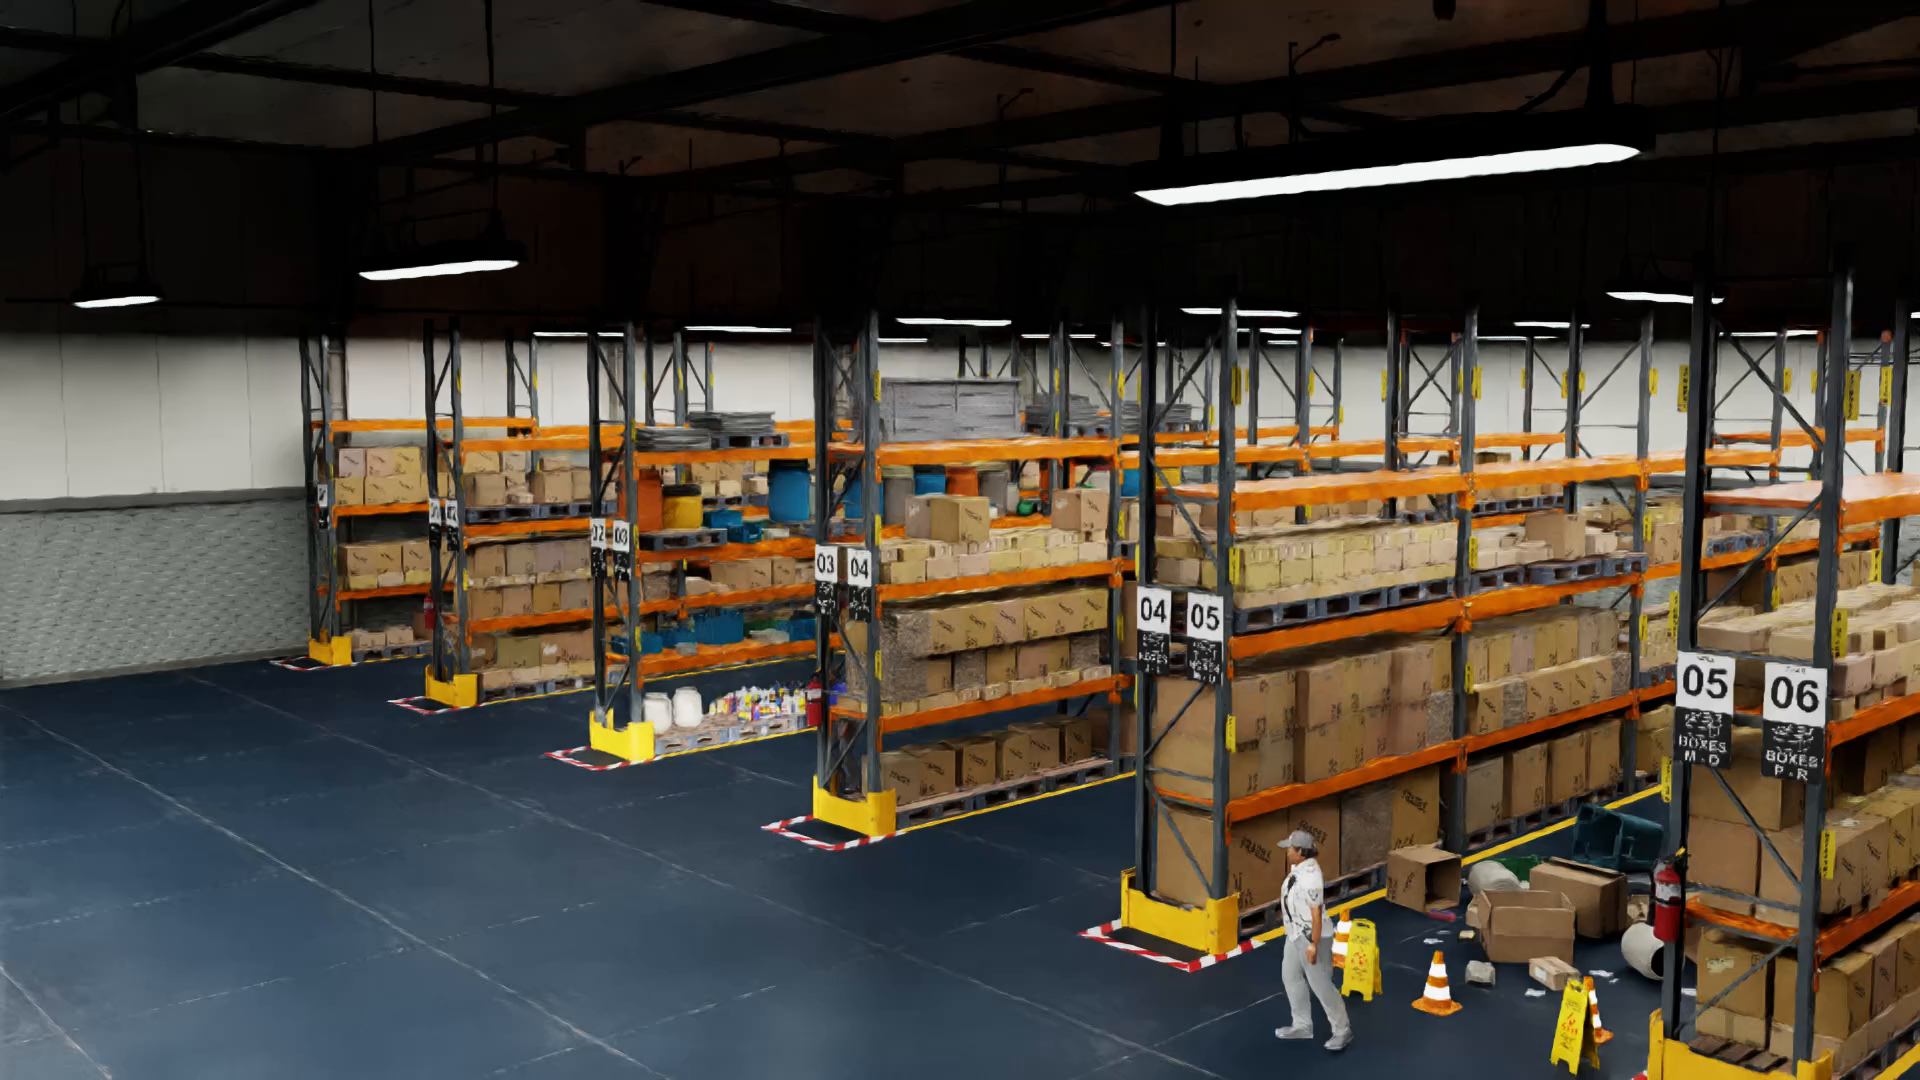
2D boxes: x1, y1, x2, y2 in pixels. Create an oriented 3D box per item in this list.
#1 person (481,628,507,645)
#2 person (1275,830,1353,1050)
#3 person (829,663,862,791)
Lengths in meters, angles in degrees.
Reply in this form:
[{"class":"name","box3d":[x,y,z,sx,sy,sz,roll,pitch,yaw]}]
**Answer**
[{"class":"person","box3d":[-8.123,1.412,28.581,1.114,1.702,0.571,-6,8,-45]},{"class":"person","box3d":[2.739,3.062,12.816,0.571,1.652,0.534,0,6,-1]},{"class":"person","box3d":[-1.485,2.301,20.567,0.513,1.604,0.592,-5,8,-43]}]
